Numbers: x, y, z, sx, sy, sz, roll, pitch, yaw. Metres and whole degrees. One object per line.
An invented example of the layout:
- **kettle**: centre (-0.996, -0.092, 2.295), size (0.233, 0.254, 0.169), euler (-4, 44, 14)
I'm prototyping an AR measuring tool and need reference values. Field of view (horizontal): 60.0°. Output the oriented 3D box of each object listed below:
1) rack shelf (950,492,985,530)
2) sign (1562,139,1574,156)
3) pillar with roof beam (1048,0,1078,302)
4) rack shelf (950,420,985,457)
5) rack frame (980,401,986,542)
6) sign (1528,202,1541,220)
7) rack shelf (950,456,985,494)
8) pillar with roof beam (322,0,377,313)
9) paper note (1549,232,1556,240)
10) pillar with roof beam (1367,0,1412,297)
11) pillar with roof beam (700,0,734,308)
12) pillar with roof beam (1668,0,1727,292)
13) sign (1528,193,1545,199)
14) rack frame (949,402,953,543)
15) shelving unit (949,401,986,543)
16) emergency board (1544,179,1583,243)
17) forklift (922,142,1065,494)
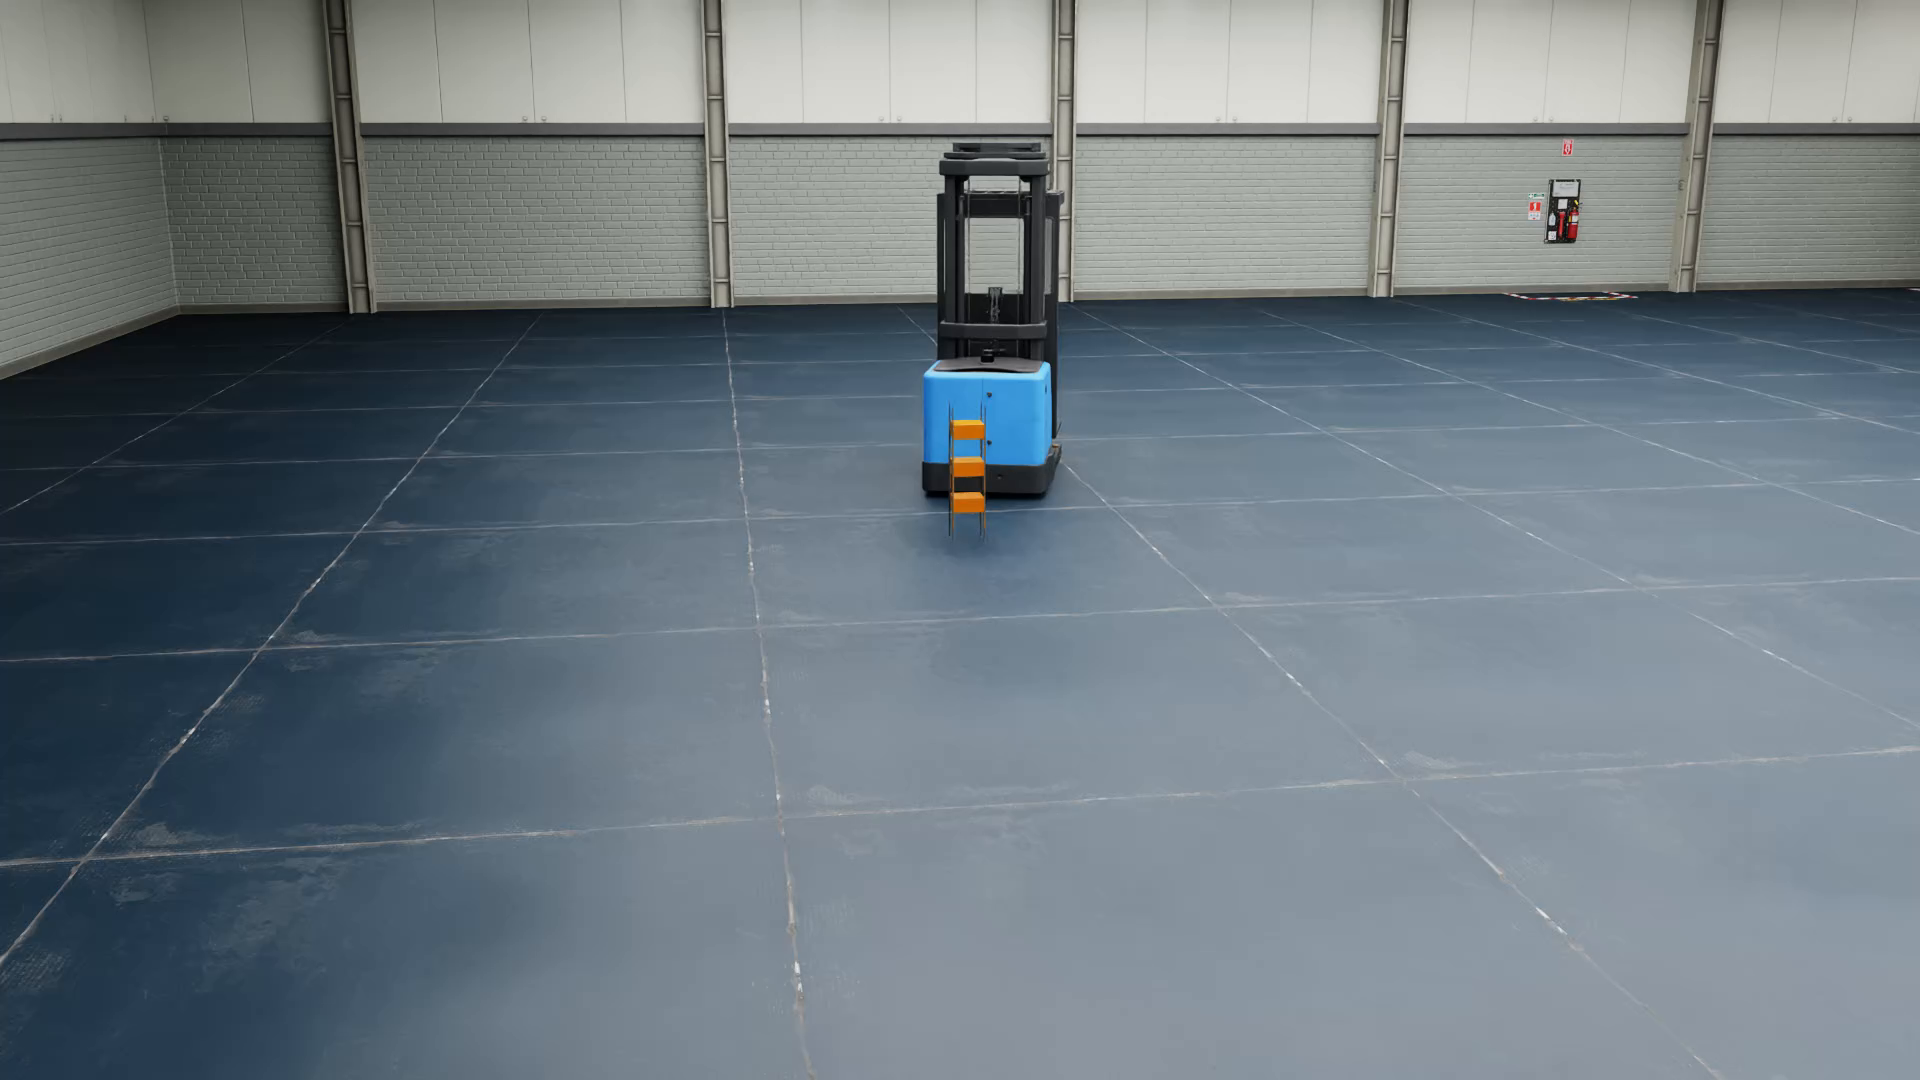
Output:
- **rack shelf**: centre (0.053, -0.231, 12.672), size (0.240, 0.259, 0.215), euler (-2, 14, -8)
- **sign**: centre (11.199, -7.235, 30.639), size (0.199, 0.298, 0.001), euler (-2, 14, -8)
- **pillar with roof beam**: centre (2.447, -7.607, 24.554), size (0.400, 9.000, 9.100), euler (-2, 14, -8)
- **rack shelf**: centre (0.053, -0.776, 12.535), size (0.240, 0.259, 0.215), euler (-2, 14, -8)
- **rack frame**: centre (0.174, -0.516, 12.619), size (0.008, 1.050, 0.200), euler (-2, 14, -8)
- **sign**: centre (10.660, -6.109, 30.841), size (0.234, 0.329, 0.001), euler (-2, 14, -8)
- **rack shelf**: centre (0.053, -0.501, 12.604), size (0.240, 0.259, 0.215), euler (-2, 14, -8)
- **pillar with roof beam**: centre (-9.419, -7.172, 22.820), size (0.400, 9.000, 9.100), euler (-2, 14, -8)
- **paper note**: centre (11.037, -5.670, 30.974), size (0.142, 0.148, 0.016), euler (-2, 14, -8)
- **pillar with roof beam**: centre (8.380, -7.824, 25.421), size (0.400, 9.000, 9.100), euler (-2, 14, -8)
- **pillar with roof beam**: centre (-3.486, -7.389, 23.687), size (0.400, 9.000, 9.100), euler (-2, 14, -8)
- **pillar with roof beam**: centre (14.313, -8.042, 26.288), size (0.400, 9.000, 9.100), euler (-2, 14, -8)
- **sign**: centre (10.666, -6.364, 30.769), size (0.331, 0.109, 0.001), euler (-2, 14, -8)
- **rack frame**: centre (-0.068, -0.507, 12.584), size (0.008, 1.050, 0.200), euler (-2, 14, -8)
- **shelving unit**: centre (0.053, -0.511, 12.602), size (0.252, 1.050, 0.215), euler (-2, 14, -8)
- **emergency board**: centre (11.222, -6.087, 30.826), size (0.643, 1.169, 0.194), euler (-2, 14, -8)
- **forklift**: centre (0.368, -2.121, 15.153), size (1.130, 2.935, 3.031), euler (2, 14, 7)
